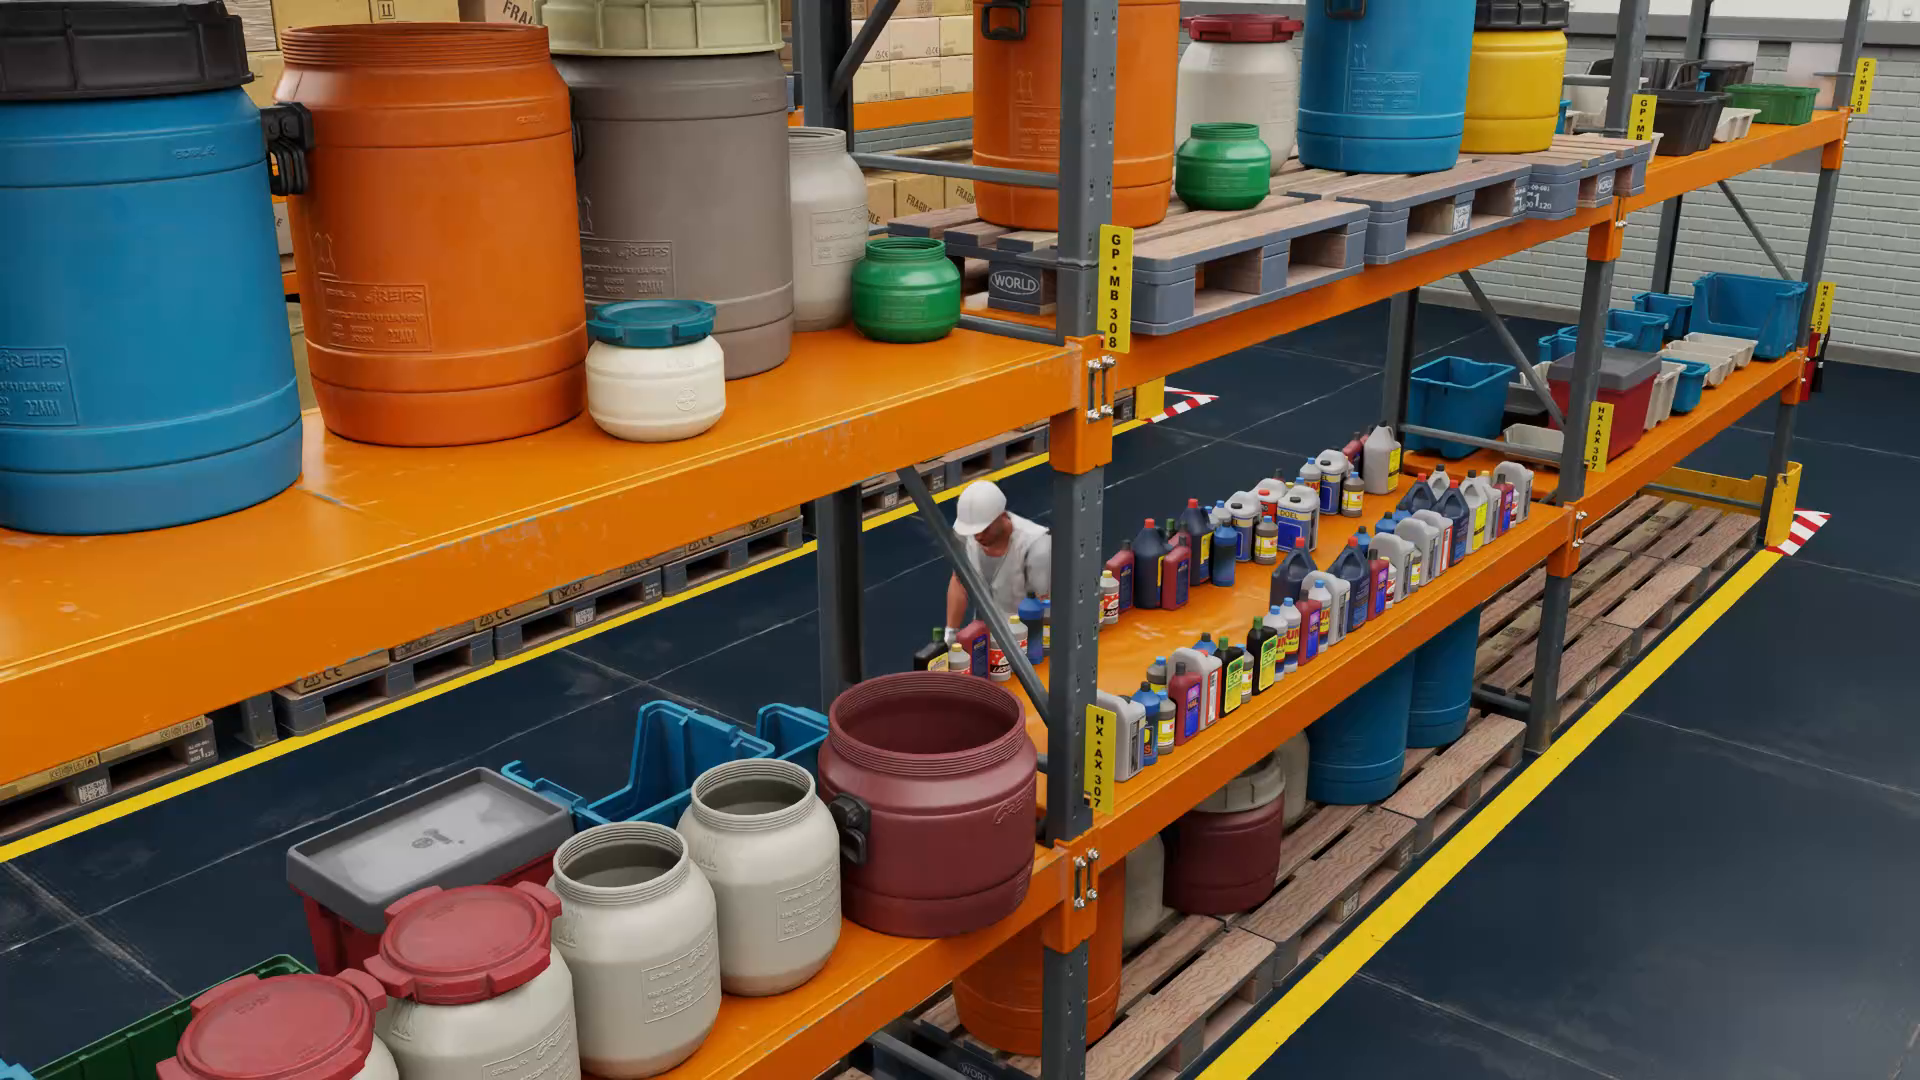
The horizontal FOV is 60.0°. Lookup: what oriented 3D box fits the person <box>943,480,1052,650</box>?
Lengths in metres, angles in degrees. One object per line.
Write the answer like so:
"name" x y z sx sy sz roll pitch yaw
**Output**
"person" 0.192 0.471 7.486 0.568 1.627 0.602 16 25 37
